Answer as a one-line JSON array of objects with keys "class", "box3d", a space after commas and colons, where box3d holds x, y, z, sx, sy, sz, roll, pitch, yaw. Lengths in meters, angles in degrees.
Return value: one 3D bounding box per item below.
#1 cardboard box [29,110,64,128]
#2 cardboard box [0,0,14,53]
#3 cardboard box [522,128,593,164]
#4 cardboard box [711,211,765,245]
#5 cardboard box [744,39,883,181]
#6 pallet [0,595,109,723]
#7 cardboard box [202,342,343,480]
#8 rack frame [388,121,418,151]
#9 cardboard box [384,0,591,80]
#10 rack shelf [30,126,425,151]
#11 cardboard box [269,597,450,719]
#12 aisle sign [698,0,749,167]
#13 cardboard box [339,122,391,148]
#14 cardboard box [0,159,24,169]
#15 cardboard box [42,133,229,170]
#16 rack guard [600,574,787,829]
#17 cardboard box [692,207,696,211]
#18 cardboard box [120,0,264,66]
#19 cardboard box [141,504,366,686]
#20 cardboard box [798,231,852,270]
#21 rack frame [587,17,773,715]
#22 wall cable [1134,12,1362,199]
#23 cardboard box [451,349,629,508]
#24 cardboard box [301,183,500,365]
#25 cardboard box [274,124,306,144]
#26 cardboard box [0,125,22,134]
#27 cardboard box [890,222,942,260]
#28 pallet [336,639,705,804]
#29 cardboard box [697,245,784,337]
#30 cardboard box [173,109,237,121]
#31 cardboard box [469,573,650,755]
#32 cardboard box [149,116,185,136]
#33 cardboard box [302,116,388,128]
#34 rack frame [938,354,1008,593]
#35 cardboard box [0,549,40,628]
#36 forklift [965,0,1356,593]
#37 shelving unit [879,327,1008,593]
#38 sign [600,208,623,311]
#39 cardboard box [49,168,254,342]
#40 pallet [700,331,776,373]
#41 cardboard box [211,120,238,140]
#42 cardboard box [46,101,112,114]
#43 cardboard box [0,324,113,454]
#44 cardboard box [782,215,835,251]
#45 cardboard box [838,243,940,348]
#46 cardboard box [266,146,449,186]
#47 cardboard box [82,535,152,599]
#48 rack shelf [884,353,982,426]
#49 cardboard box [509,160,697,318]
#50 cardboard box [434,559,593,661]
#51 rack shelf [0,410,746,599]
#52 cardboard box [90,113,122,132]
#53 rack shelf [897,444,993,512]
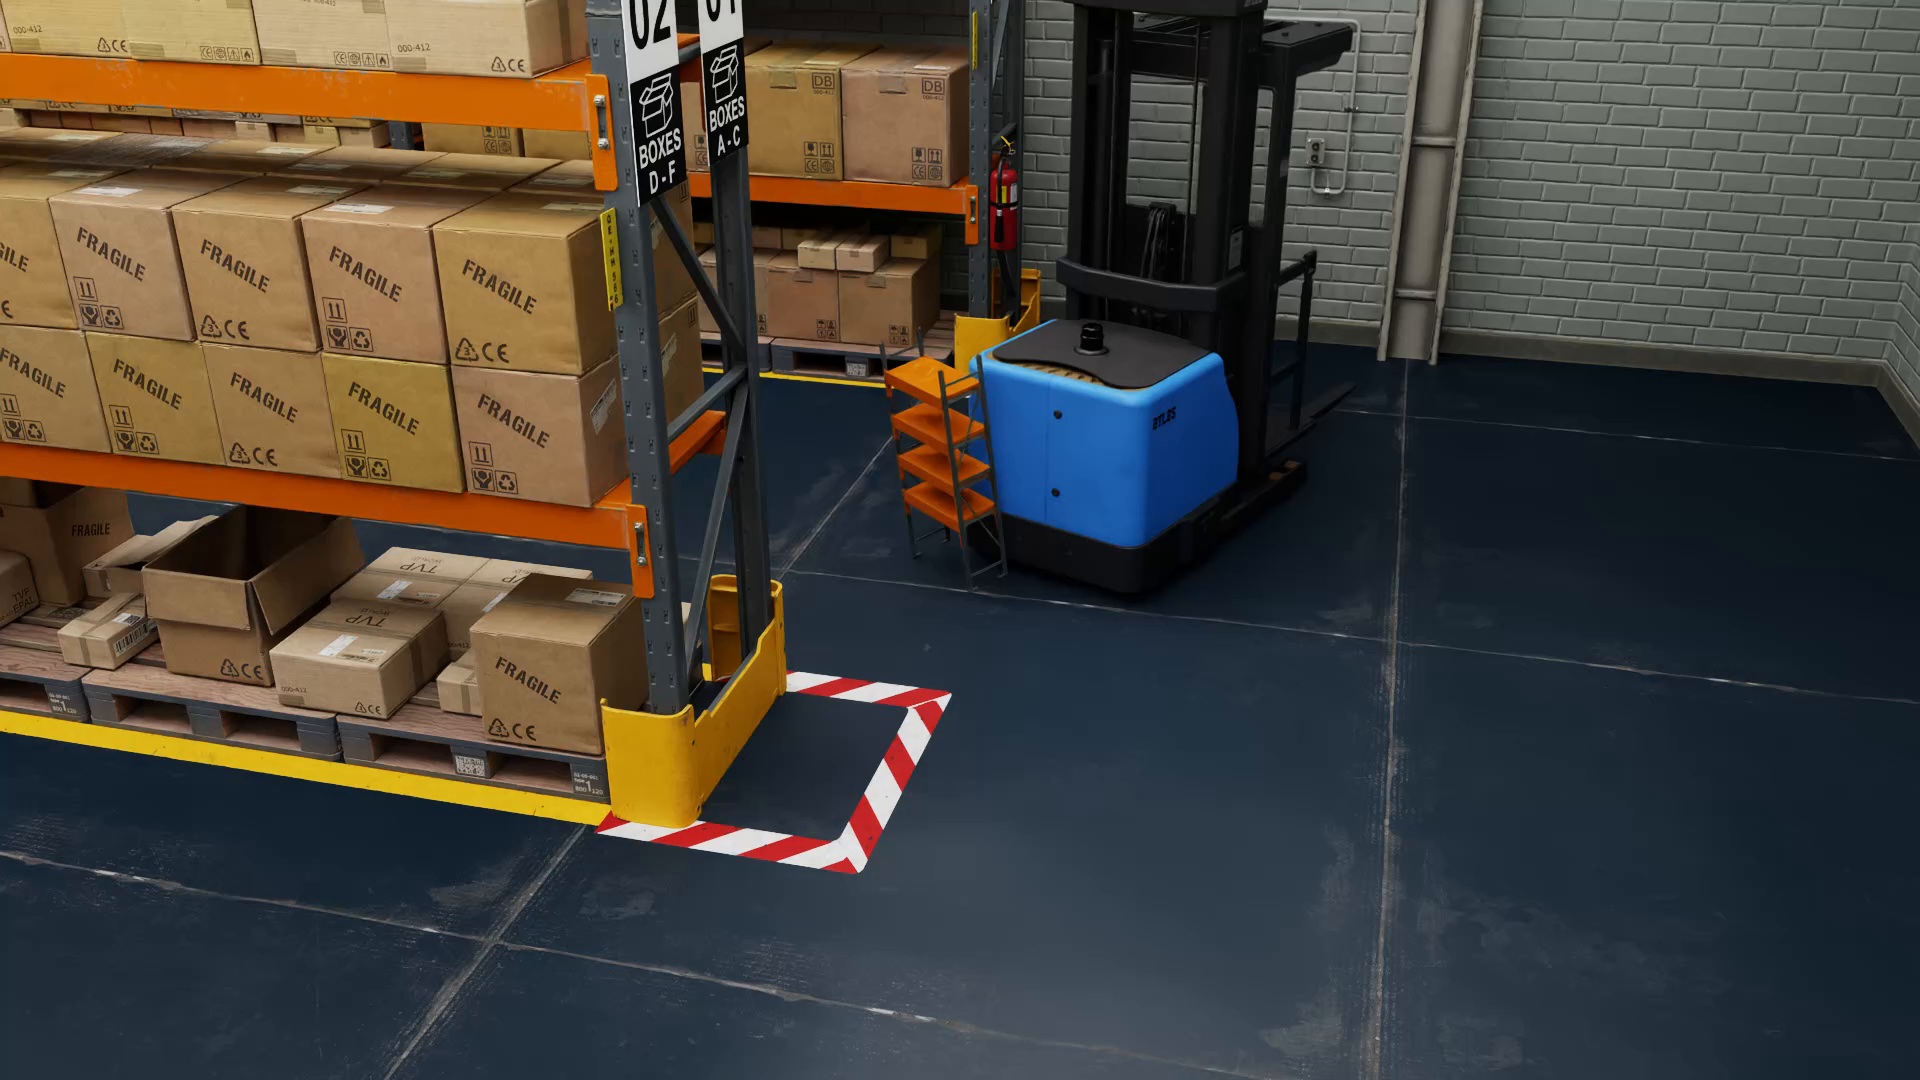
[{"class": "cardboard box", "box3d": [-6.495, -3.102, 12.044, 0.250, 0.149, 0.380, 6, 26, 12]}, {"class": "cardboard box", "box3d": [-3.488, -1.939, 6.018, 0.500, 0.250, 0.500, 6, 26, 13]}, {"class": "cardboard box", "box3d": [-2.408, -2.970, 11.149, 0.700, 0.700, 0.980, 6, 26, 12]}, {"class": "cardboard box", "box3d": [-1.521, -2.143, 11.427, 0.250, 0.149, 0.380, 7, 26, 14]}, {"class": "cardboard box", "box3d": [-0.964, -2.810, 10.814, 0.700, 0.700, 0.980, 6, 26, 13]}, {"class": "pallet", "box3d": [-4.200, 0.416, 7.630, 1.213, 0.211, 1.003, 6, 26, 13]}, {"class": "cardboard box", "box3d": [-2.477, -0.578, 6.358, 0.500, 0.500, 0.500, 7, 26, 13]}, {"class": "rack frame", "box3d": [-3.635, -2.979, 11.519, 0.127, 3.000, 1.000, 6, 26, 13]}, {"class": "cardboard box", "box3d": [-1.554, -1.720, 5.559, 0.500, 0.250, 0.500, 6, 26, 13]}, {"class": "rack shelf", "box3d": [-5.572, -2.869, 12.123, 4.000, 0.370, 1.077, 6, 26, 13]}, {"class": "cardboard box", "box3d": [-2.491, 0.484, 6.930, 0.500, 0.250, 0.500, 6, 26, 13]}, {"class": "aisle sign", "box3d": [-0.852, -1.777, 5.969, 0.004, 0.787, 0.394, 6, 26, 13]}, {"class": "cardboard box", "box3d": [-4.033, -2.793, 11.397, 0.250, 0.149, 0.380, 7, 26, 13]}, {"class": "cardboard box", "box3d": [-3.979, -1.191, 6.482, 0.500, 0.500, 0.500, 5, 26, 11]}, {"class": "cardboard box", "box3d": [-3.326, -1.359, 6.836, 0.500, 0.500, 0.500, 7, 26, 13]}, {"class": "rack guard", "box3d": [-1.064, 0.632, 6.841, 0.348, 0.500, 1.175, 6, 26, 13]}, {"class": "cardboard box", "box3d": [-2.016, -2.198, 11.542, 0.250, 0.149, 0.380, 7, 26, 14]}, {"class": "cardboard box", "box3d": [-2.523, -1.827, 5.782, 0.500, 0.250, 0.500, 6, 26, 13]}, {"class": "cardboard box", "box3d": [-3.044, 0.211, 7.210, 0.637, 0.503, 0.797, 6, 26, 13]}, {"class": "cardboard box", "box3d": [-0.881, -1.903, 10.923, 0.250, 0.149, 0.380, 7, 26, 14]}, {"class": "rack frame", "box3d": [-0.991, -0.489, 6.287, 0.127, 3.000, 1.000, 6, 26, 13]}, {"class": "wall cable", "box3d": [1.715, -3.267, 10.940, 1.851, 1.984, 0.084, 6, 26, 13]}, {"class": "cardboard box", "box3d": [-1.492, -0.468, 6.128, 0.500, 0.500, 0.500, 7, 26, 15]}, {"class": "cardboard box", "box3d": [-1.980, -0.972, 6.023, 0.500, 0.500, 0.500, 7, 26, 14]}, {"class": "cardboard box", "box3d": [-4.522, -2.857, 11.531, 0.250, 0.149, 0.380, 7, 26, 15]}, {"class": "cardboard box", "box3d": [-4.311, -1.467, 7.062, 0.500, 0.500, 0.500, 6, 26, 13]}, {"class": "cardboard box", "box3d": [-0.293, -2.008, 11.143, 0.250, 0.149, 0.380, 6, 26, 13]}, {"class": "pallet", "box3d": [-1.837, 0.678, 7.082, 1.213, 0.211, 1.003, 6, 26, 13]}, {"class": "cardboard box", "box3d": [-1.435, -1.753, 11.361, 0.500, 0.500, 0.700, 5, 26, 11]}, {"class": "cardboard box", "box3d": [-5.125, -3.220, 11.539, 0.500, 0.500, 0.500, 6, 26, 13]}, {"class": "cardboard box", "box3d": [-1.579, 0.486, 6.636, 0.500, 0.500, 0.500, 6, 26, 13]}, {"class": "cardboard box", "box3d": [-5.506, -2.981, 11.791, 0.250, 0.149, 0.380, 7, 26, 15]}, {"class": "cardboard box", "box3d": [-4.144, -3.112, 11.312, 0.500, 0.500, 0.500, 6, 26, 12]}, {"class": "rack frame", "box3d": [0.069, -0.301, 7.952, 0.240, 1.200, 0.015, -26, 34, -28]}, {"class": "cardboard box", "box3d": [-4.512, 0.234, 7.386, 0.500, 0.311, 0.500, 6, 26, 13]}, {"class": "forklift", "box3d": [1.294, -1.644, 8.793, 1.130, 2.935, 3.031, 17, 30, 32]}, {"class": "shelving unit", "box3d": [-0.074, -0.386, 8.130, 0.258, 1.200, 0.503, -26, 34, -28]}, {"class": "sign", "box3d": [-1.148, -0.925, 5.489, 0.005, 0.325, 0.100, 6, 26, 13]}, {"class": "cardboard box", "box3d": [-2.981, -1.081, 6.251, 0.500, 0.500, 0.500, 7, 26, 15]}, {"class": "pallet", "box3d": [-1.732, -1.477, 11.606, 1.213, 0.211, 1.003, 6, 26, 13]}, {"class": "cardboard box", "box3d": [-5.013, -2.915, 11.652, 0.250, 0.149, 0.380, 6, 26, 13]}, {"class": "cardboard box", "box3d": [-6.117, -3.324, 11.757, 0.500, 0.500, 0.500, 6, 26, 13]}, {"class": "cardboard box", "box3d": [-3.458, -0.686, 6.585, 0.500, 0.500, 0.500, 6, 26, 13]}, {"class": "cardboard box", "box3d": [-1.026, -2.089, 11.313, 0.250, 0.149, 0.380, 7, 26, 13]}, {"class": "cardboard box", "box3d": [-0.464, -1.645, 11.136, 0.500, 0.500, 0.700, 6, 26, 13]}, {"class": "cardboard box", "box3d": [-2.346, -1.251, 6.608, 0.500, 0.500, 0.500, 7, 26, 14]}, {"class": "cardboard box", "box3d": [-3.864, 0.130, 7.792, 0.250, 0.149, 0.380, 6, 26, 13]}, {"class": "rack shelf", "box3d": [-0.121, -0.722, 7.933, 0.258, 0.148, 0.480, -26, 34, -28]}, {"class": "cardboard box", "box3d": [-1.355, -1.142, 6.380, 0.500, 0.500, 0.500, 7, 26, 15]}, {"class": "cardboard box", "box3d": [-1.931, 0.325, 7.266, 0.500, 0.250, 0.500, 6, 26, 13]}, {"class": "rack shelf", "box3d": [-2.928, -0.378, 6.891, 4.000, 0.370, 1.077, 6, 26, 13]}, {"class": "cardboard box", "box3d": [-5.994, -3.045, 11.926, 0.250, 0.149, 0.380, 7, 26, 14]}, {"class": "rack shelf", "box3d": [-0.066, -0.328, 8.164, 0.258, 0.148, 0.480, -26, 34, -28]}]
